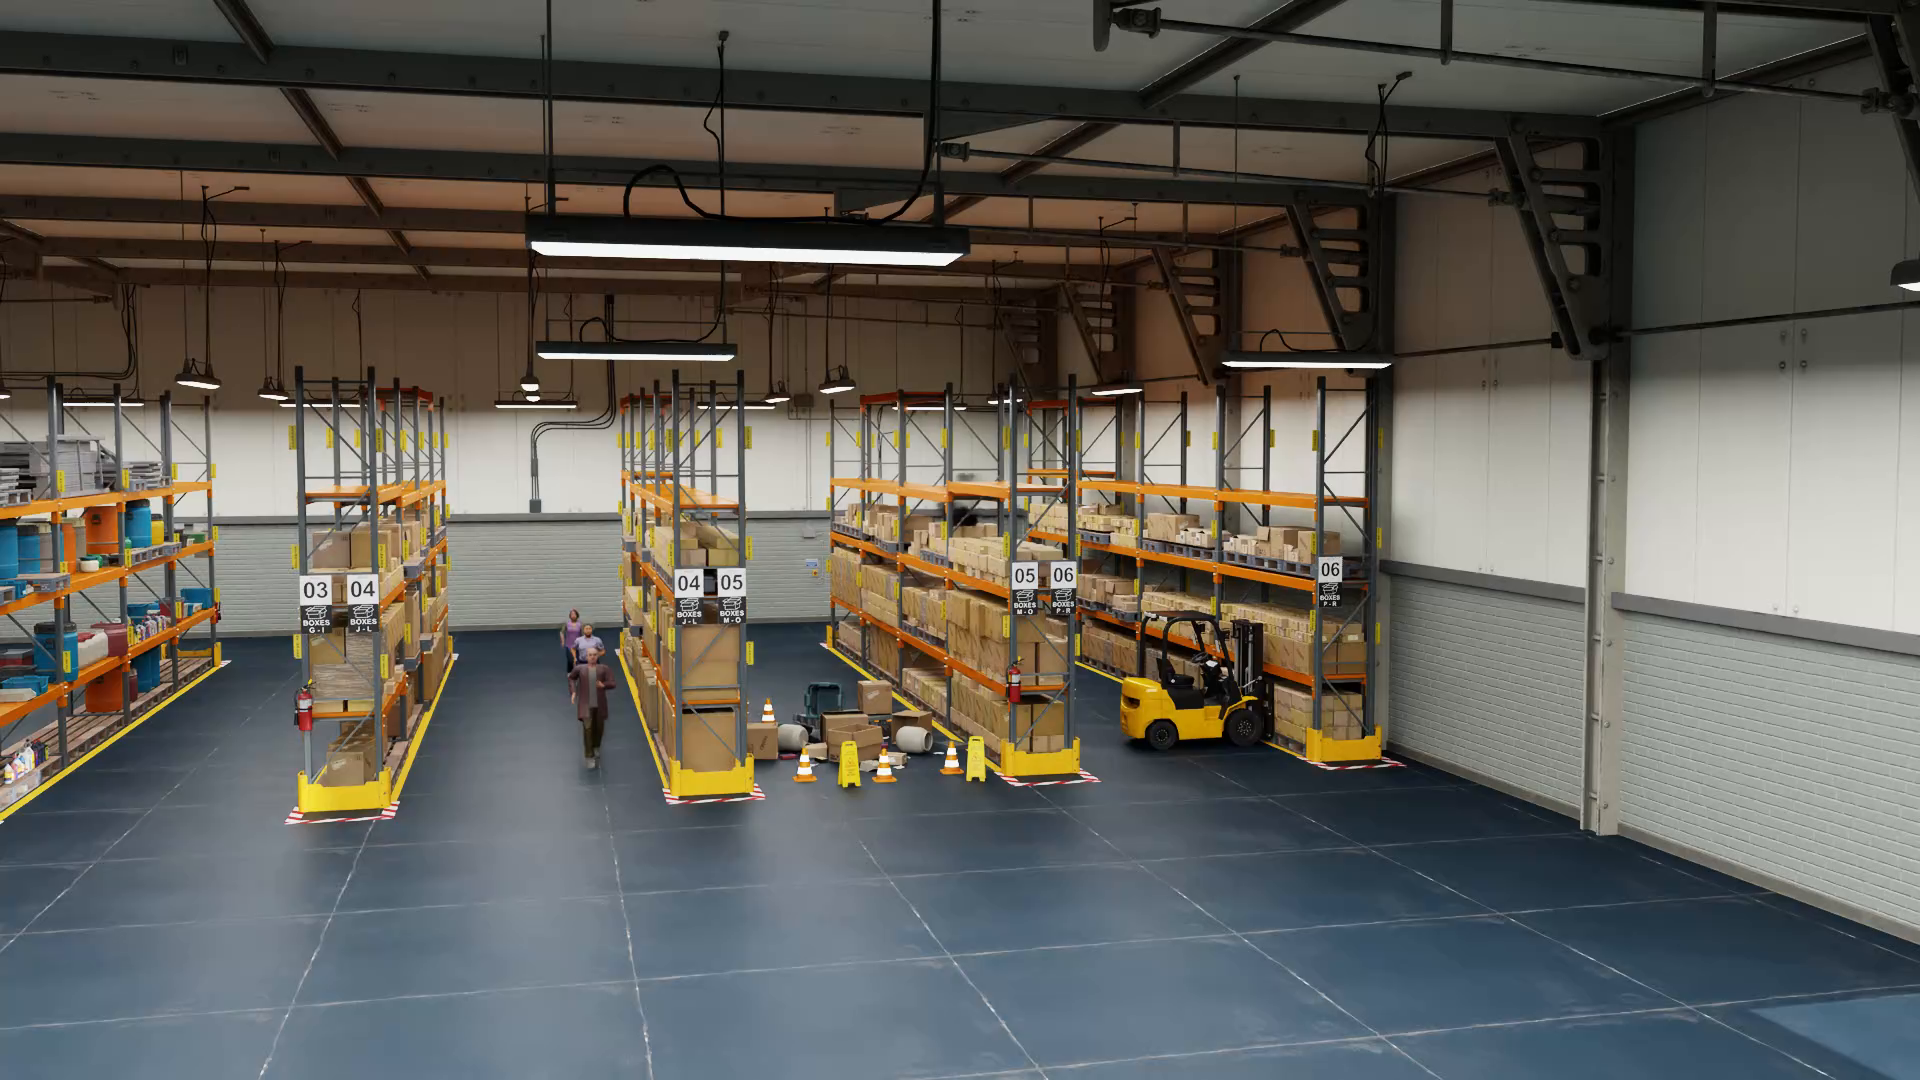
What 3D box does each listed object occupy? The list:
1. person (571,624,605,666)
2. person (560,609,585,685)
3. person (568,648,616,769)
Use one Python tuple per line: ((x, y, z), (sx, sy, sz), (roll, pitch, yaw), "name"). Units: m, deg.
((-6.880, 2.352, 30.776), (0.619, 1.618, 0.862), (-1, 4, -16), "person")
((-7.885, 2.199, 33.921), (0.528, 1.562, 0.544), (-1, 4, -15), "person")
((-5.669, 2.552, 25.669), (0.695, 1.783, 1.043), (-1, 4, -19), "person")
